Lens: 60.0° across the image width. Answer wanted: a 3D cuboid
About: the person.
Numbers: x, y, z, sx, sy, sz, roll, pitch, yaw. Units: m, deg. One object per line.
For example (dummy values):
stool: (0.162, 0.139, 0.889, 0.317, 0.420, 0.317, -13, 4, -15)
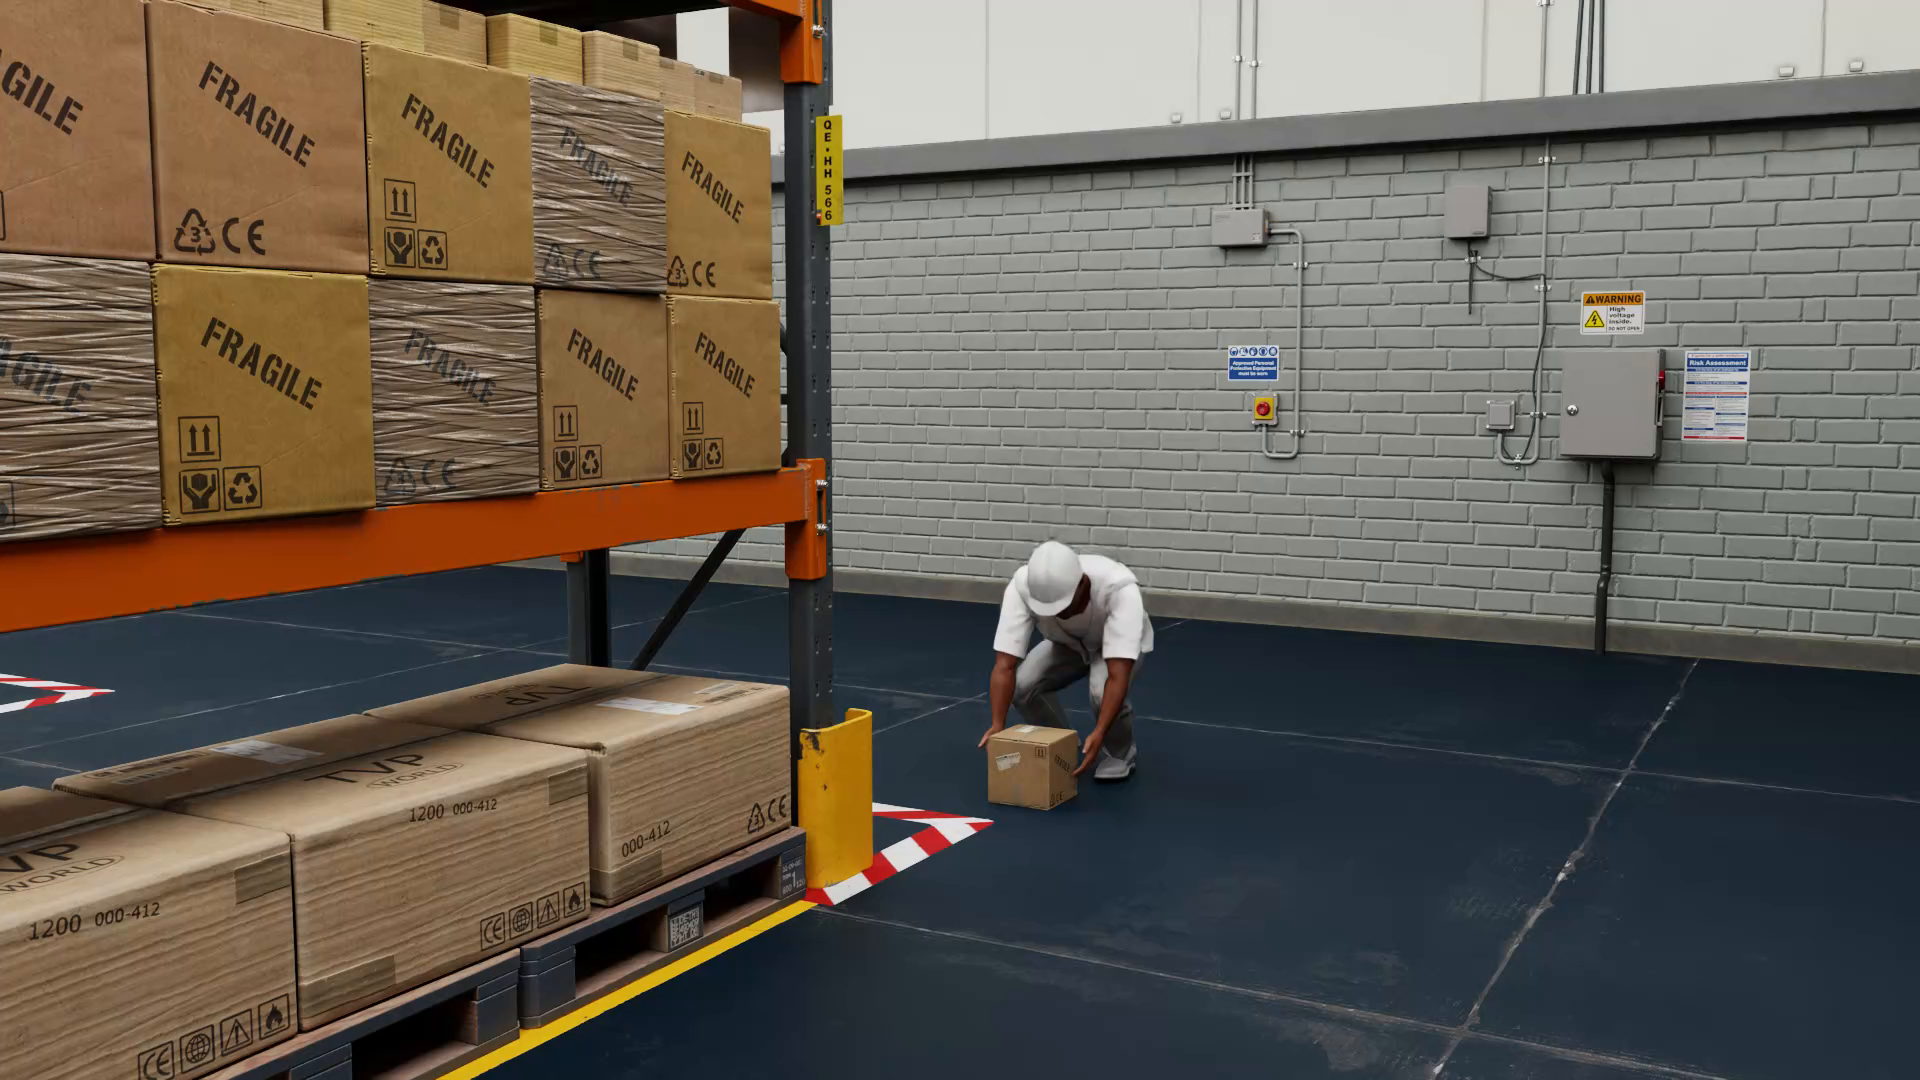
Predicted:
person: (0.478, 0.459, 6.460, 0.580, 0.975, 0.893, 3, 7, 28)
